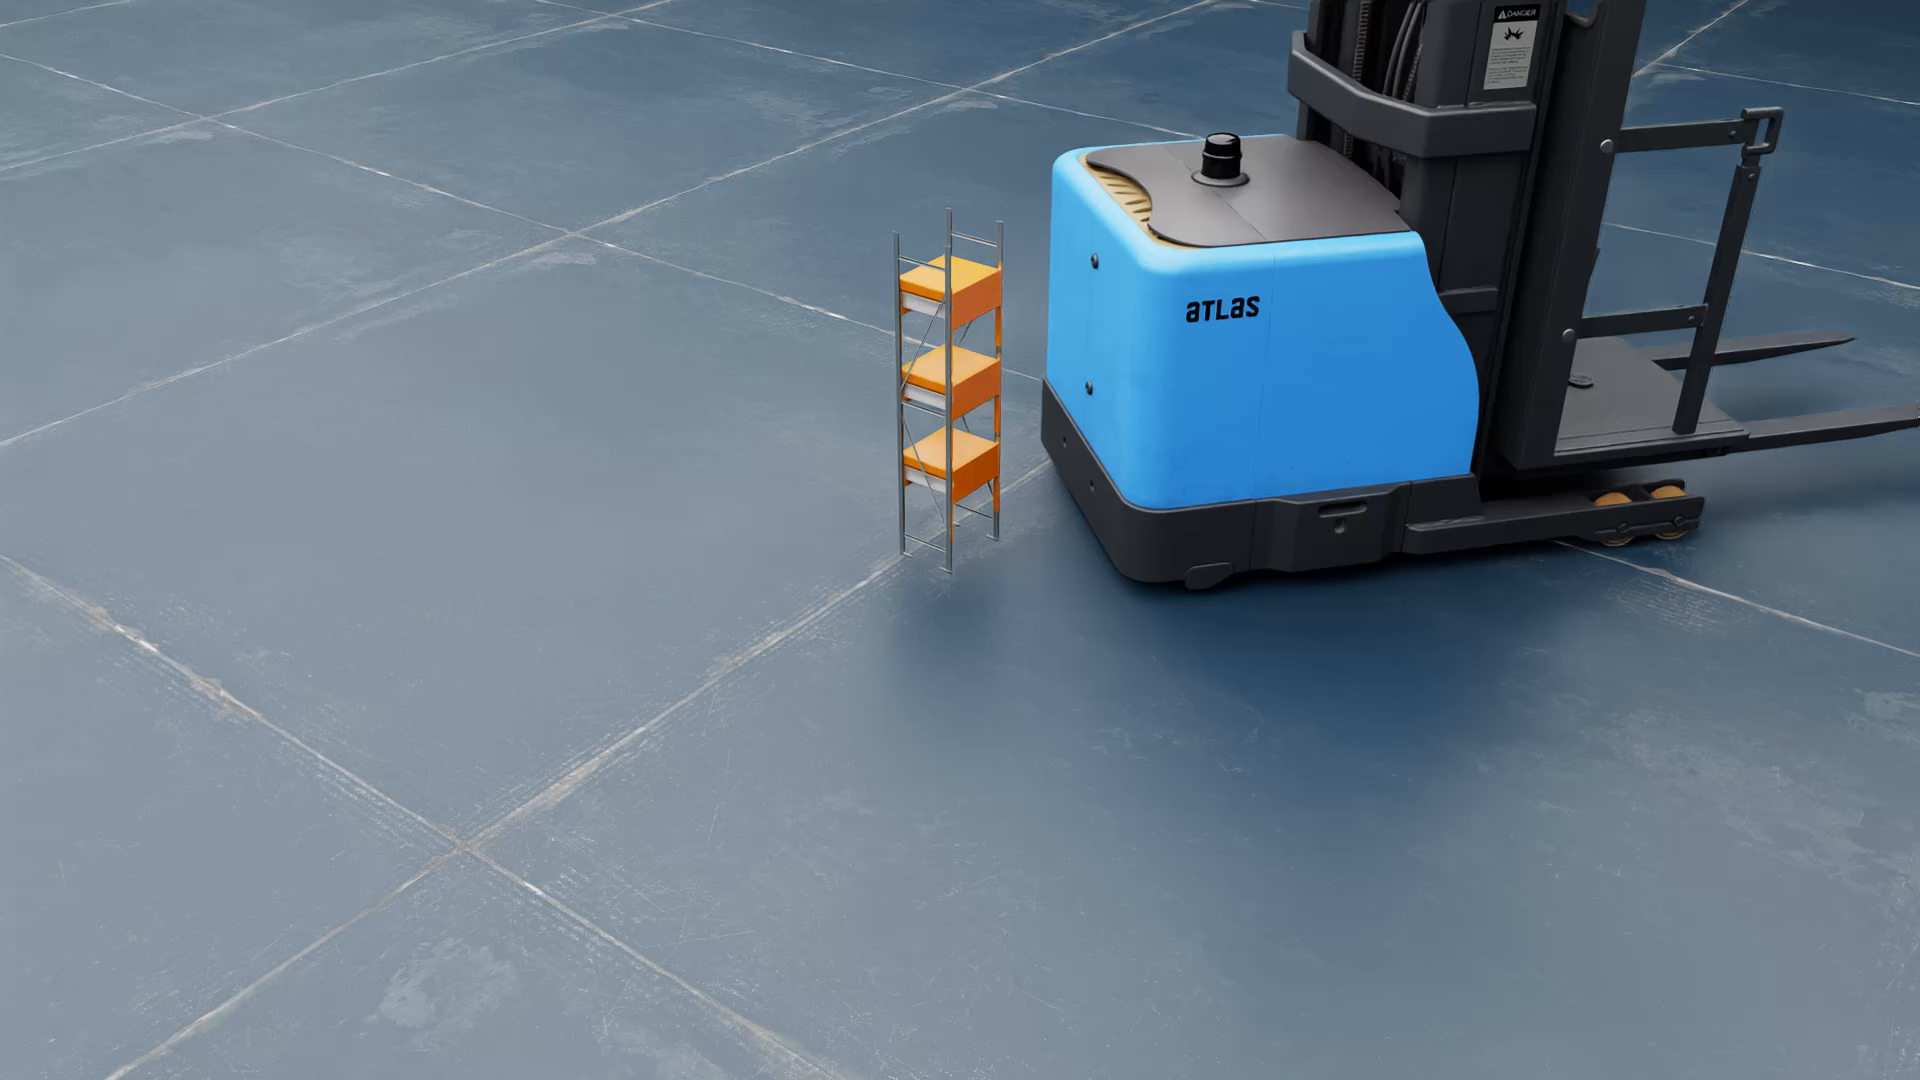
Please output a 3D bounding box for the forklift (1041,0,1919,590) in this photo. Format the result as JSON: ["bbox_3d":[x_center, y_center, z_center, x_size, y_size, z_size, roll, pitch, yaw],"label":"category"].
[{"bbox_3d":[1.849,-1.496,4.899,3.031,2.935,1.130,-7,31,-11],"label":"forklift"}]

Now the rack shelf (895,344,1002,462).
[{"bbox_3d":[-0.032,-0.421,4.951,0.215,0.259,0.240,21,37,31],"label":"rack shelf"}]

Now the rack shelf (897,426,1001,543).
[{"bbox_3d":[-0.032,-0.182,5.093,0.215,0.259,0.240,21,37,31],"label":"rack shelf"}]

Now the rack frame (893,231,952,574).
[{"bbox_3d":[-0.106,-0.380,4.862,0.200,1.050,0.008,21,37,31],"label":"rack frame"}]

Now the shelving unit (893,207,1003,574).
[{"bbox_3d":[-0.032,-0.430,4.946,0.215,1.050,0.252,21,37,31],"label":"shelving unit"}]

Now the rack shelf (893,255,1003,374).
[{"bbox_3d":[-0.032,-0.665,4.806,0.215,0.259,0.240,21,37,31],"label":"rack shelf"}]

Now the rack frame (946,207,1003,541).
[{"bbox_3d":[0.041,-0.479,5.029,0.200,1.050,0.008,21,37,31],"label":"rack frame"}]
